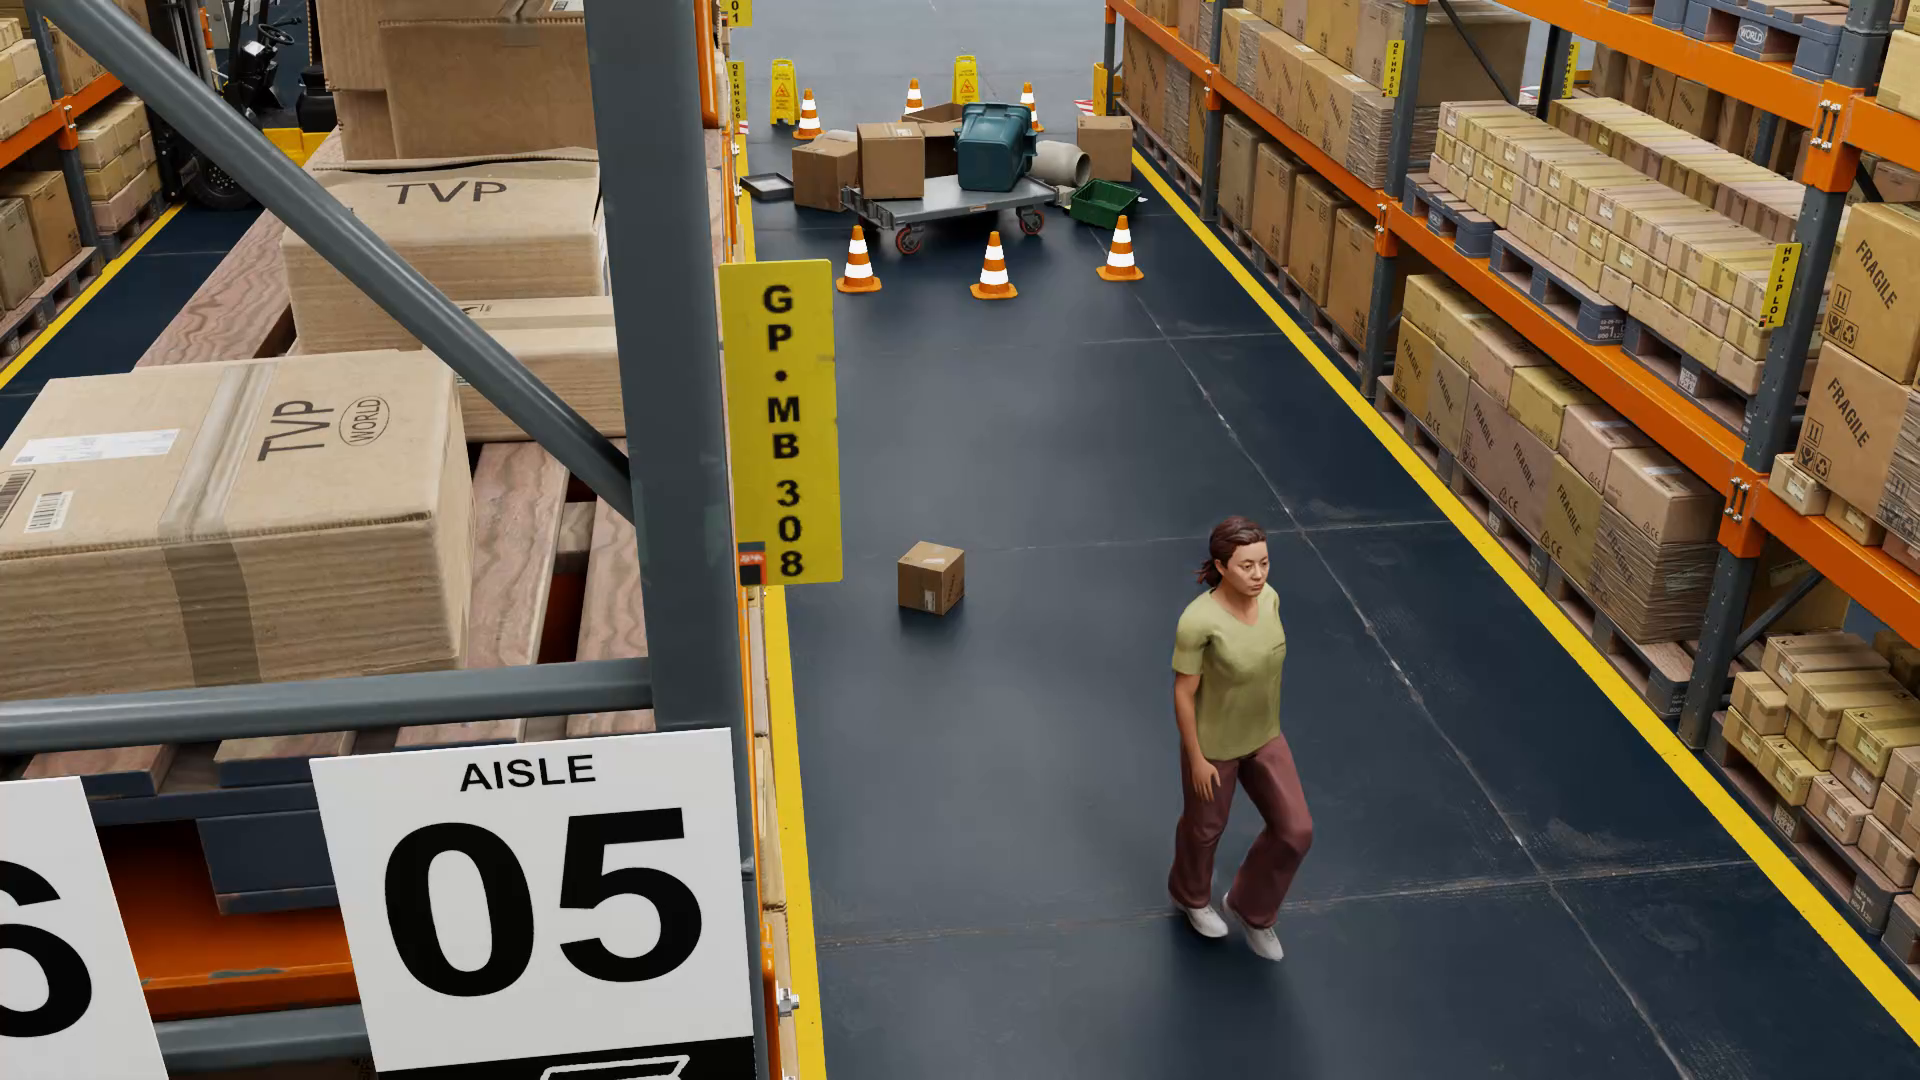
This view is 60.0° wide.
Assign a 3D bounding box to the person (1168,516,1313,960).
[{"bbox_3d":[0.939,0.726,5.718,0.479,1.720,0.511,-14,31,-26],"label":"person"}]
